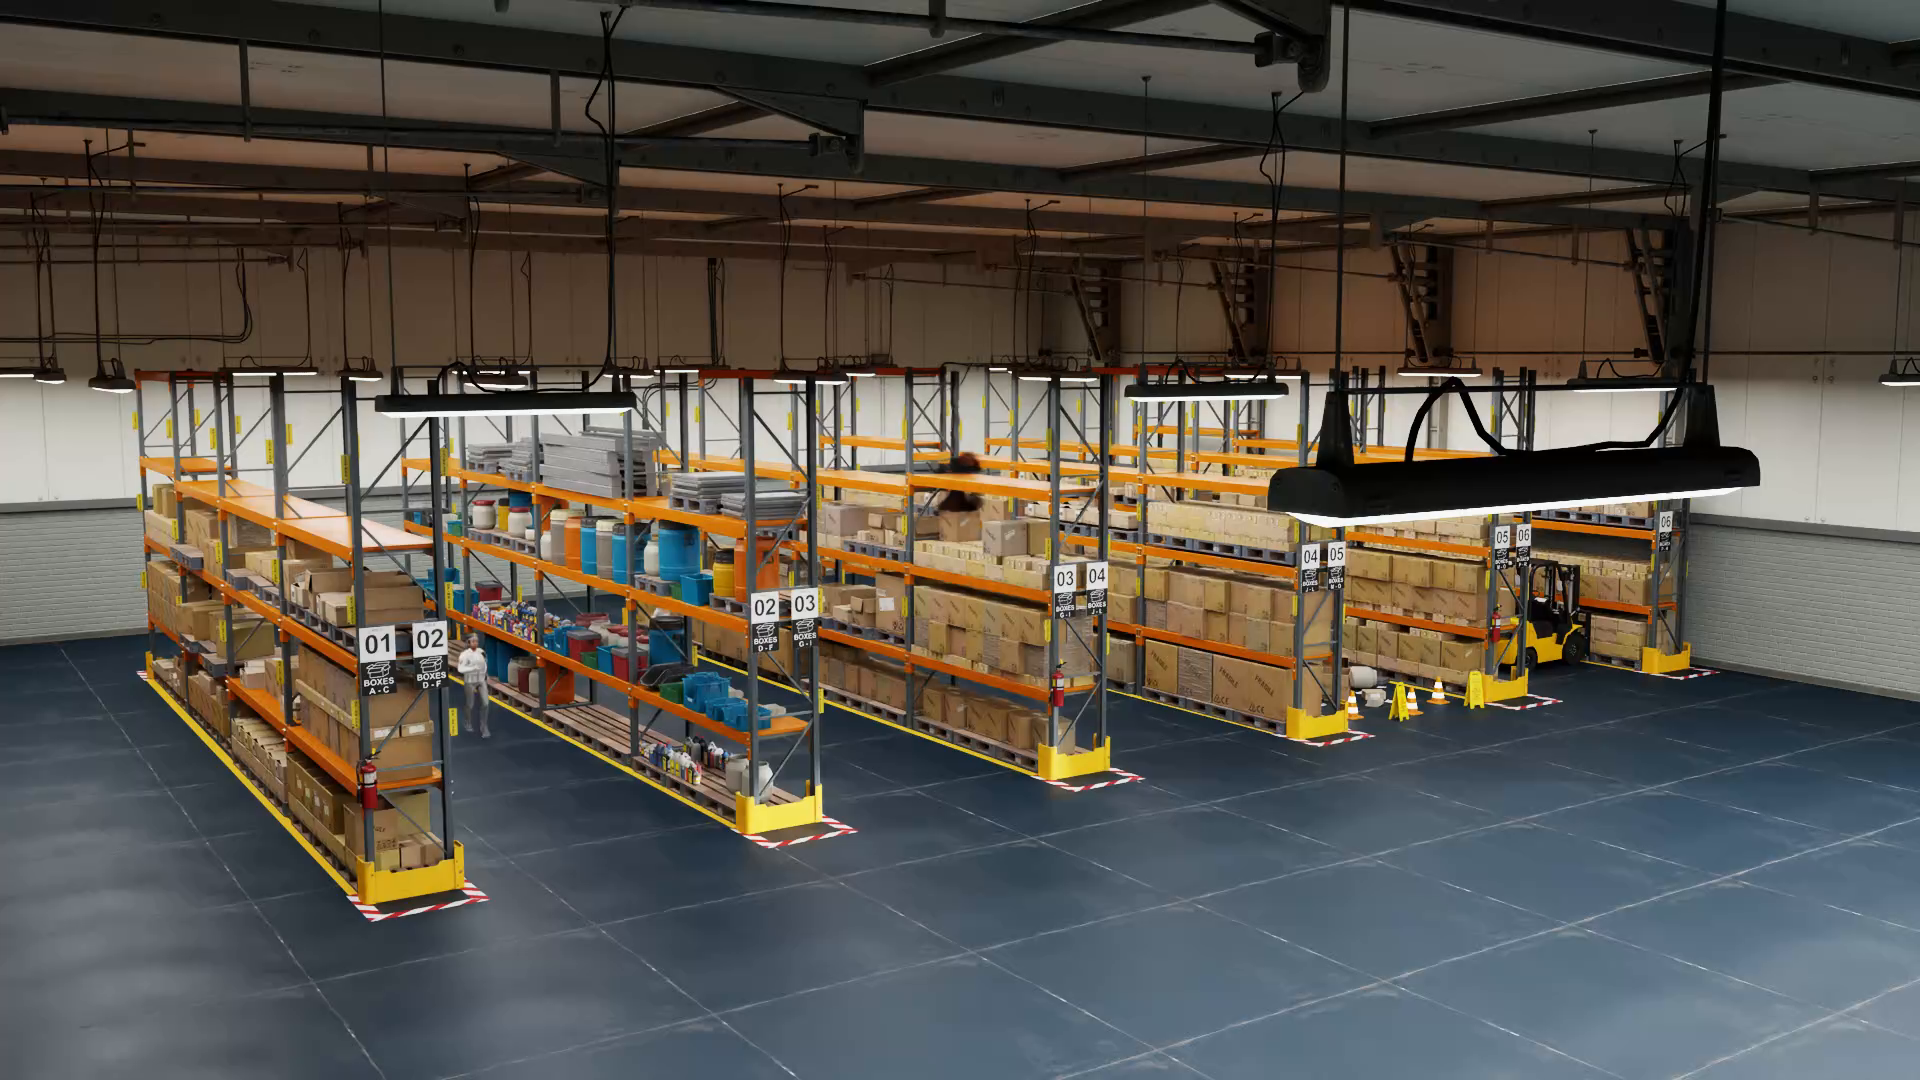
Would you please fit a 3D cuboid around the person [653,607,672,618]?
[{"bbox_3d":[-5.776,1.926,32.522,0.538,1.495,0.641,-5,8,-36],"label":"person"}]

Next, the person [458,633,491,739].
[{"bbox_3d":[-8.014,2.385,27.473,0.593,1.740,0.720,-5,8,-38],"label":"person"}]
